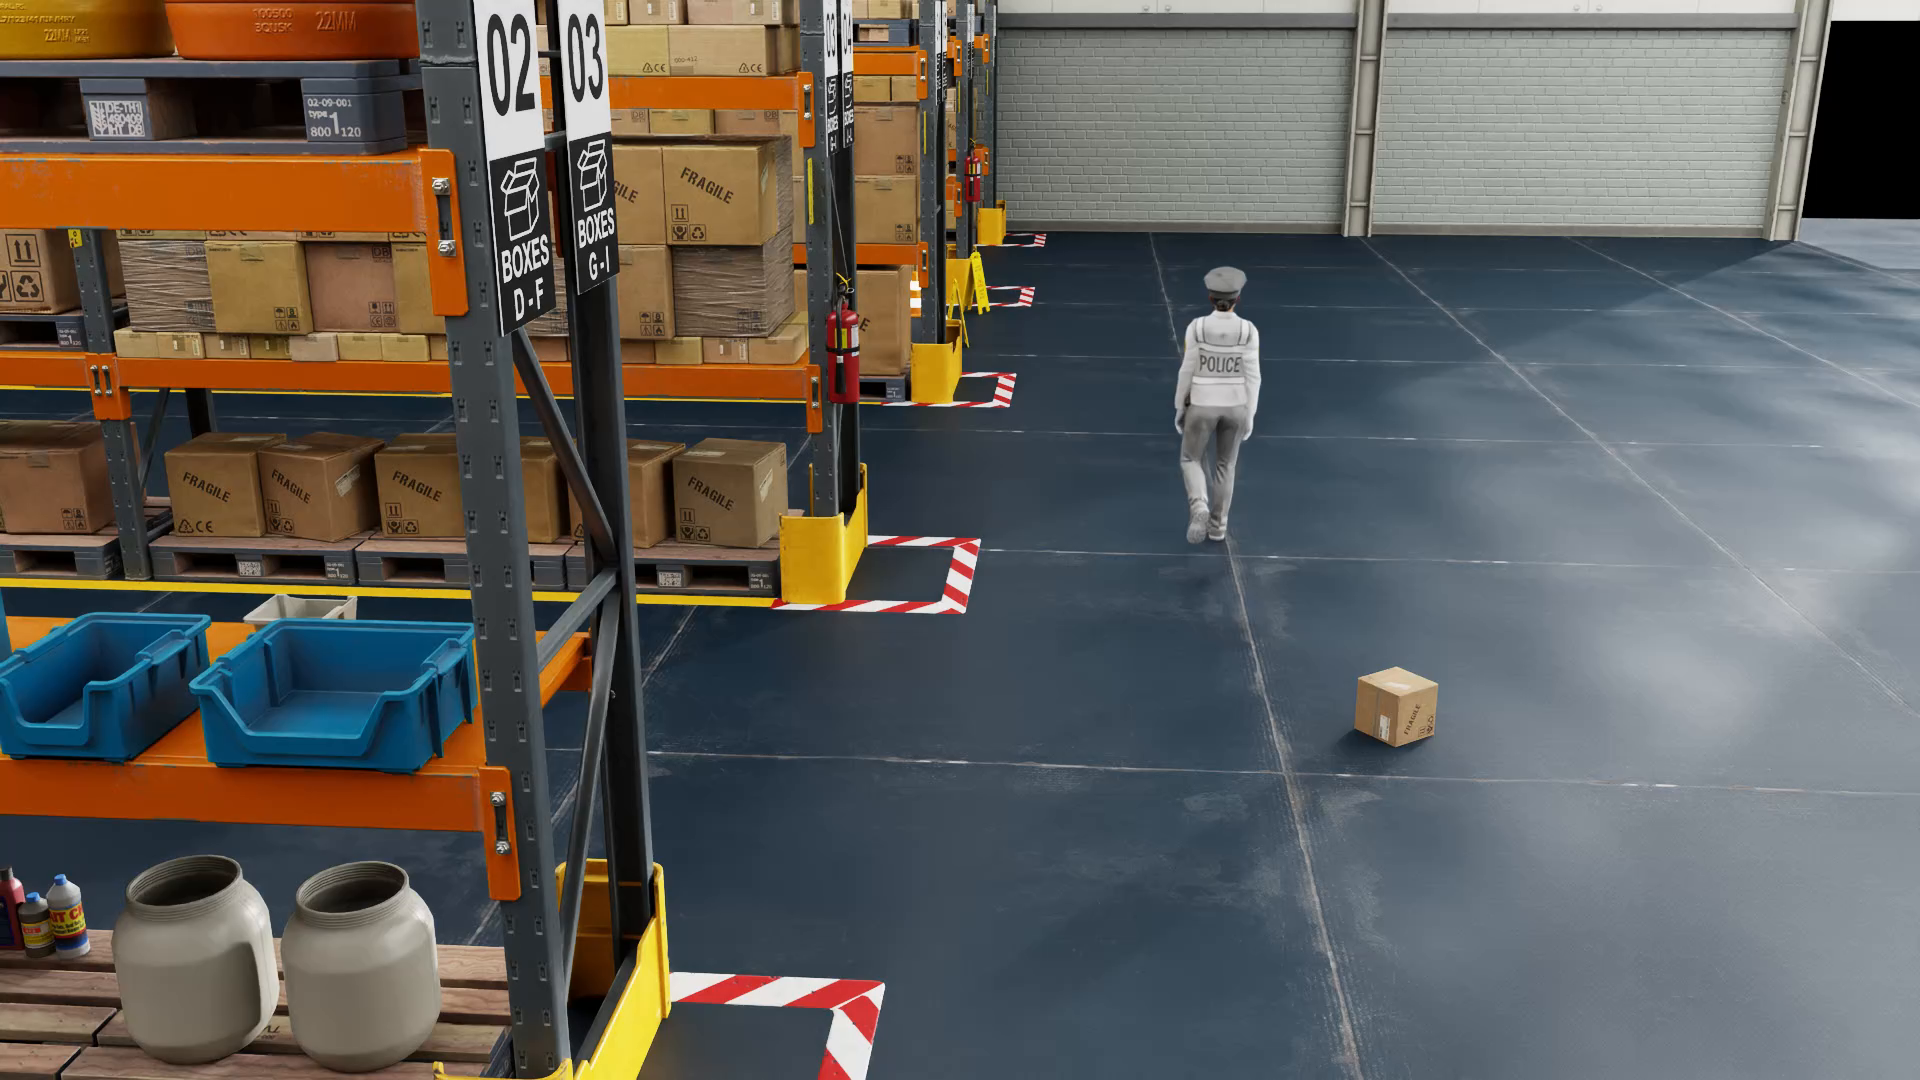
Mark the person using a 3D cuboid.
[{"bbox_3d":[1.523,-0.776,9.868,0.491,1.673,0.636,1,18,3],"label":"person"}]
